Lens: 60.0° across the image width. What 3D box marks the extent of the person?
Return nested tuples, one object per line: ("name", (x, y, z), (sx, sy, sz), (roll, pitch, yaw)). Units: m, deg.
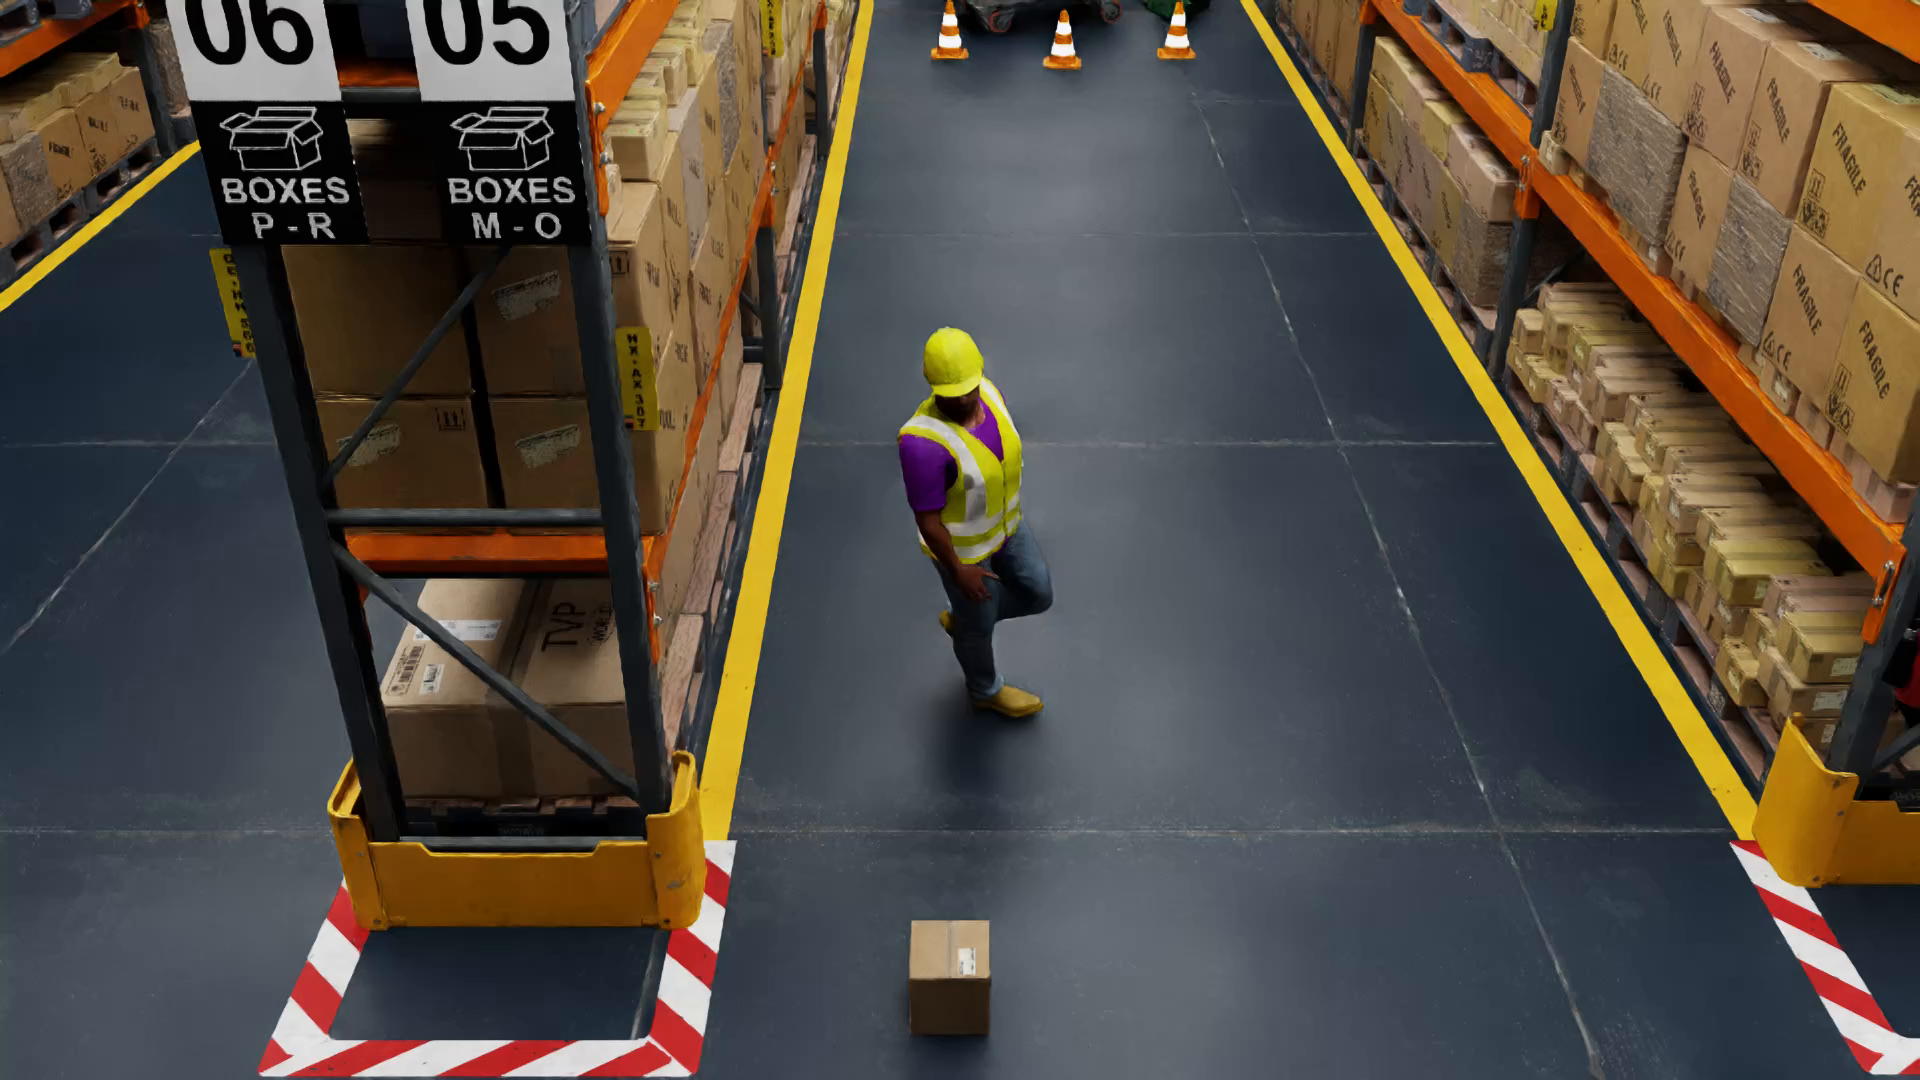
("person", (0.041, -0.035, 6.179), (0.513, 1.745, 0.704), (17, 35, 25))
